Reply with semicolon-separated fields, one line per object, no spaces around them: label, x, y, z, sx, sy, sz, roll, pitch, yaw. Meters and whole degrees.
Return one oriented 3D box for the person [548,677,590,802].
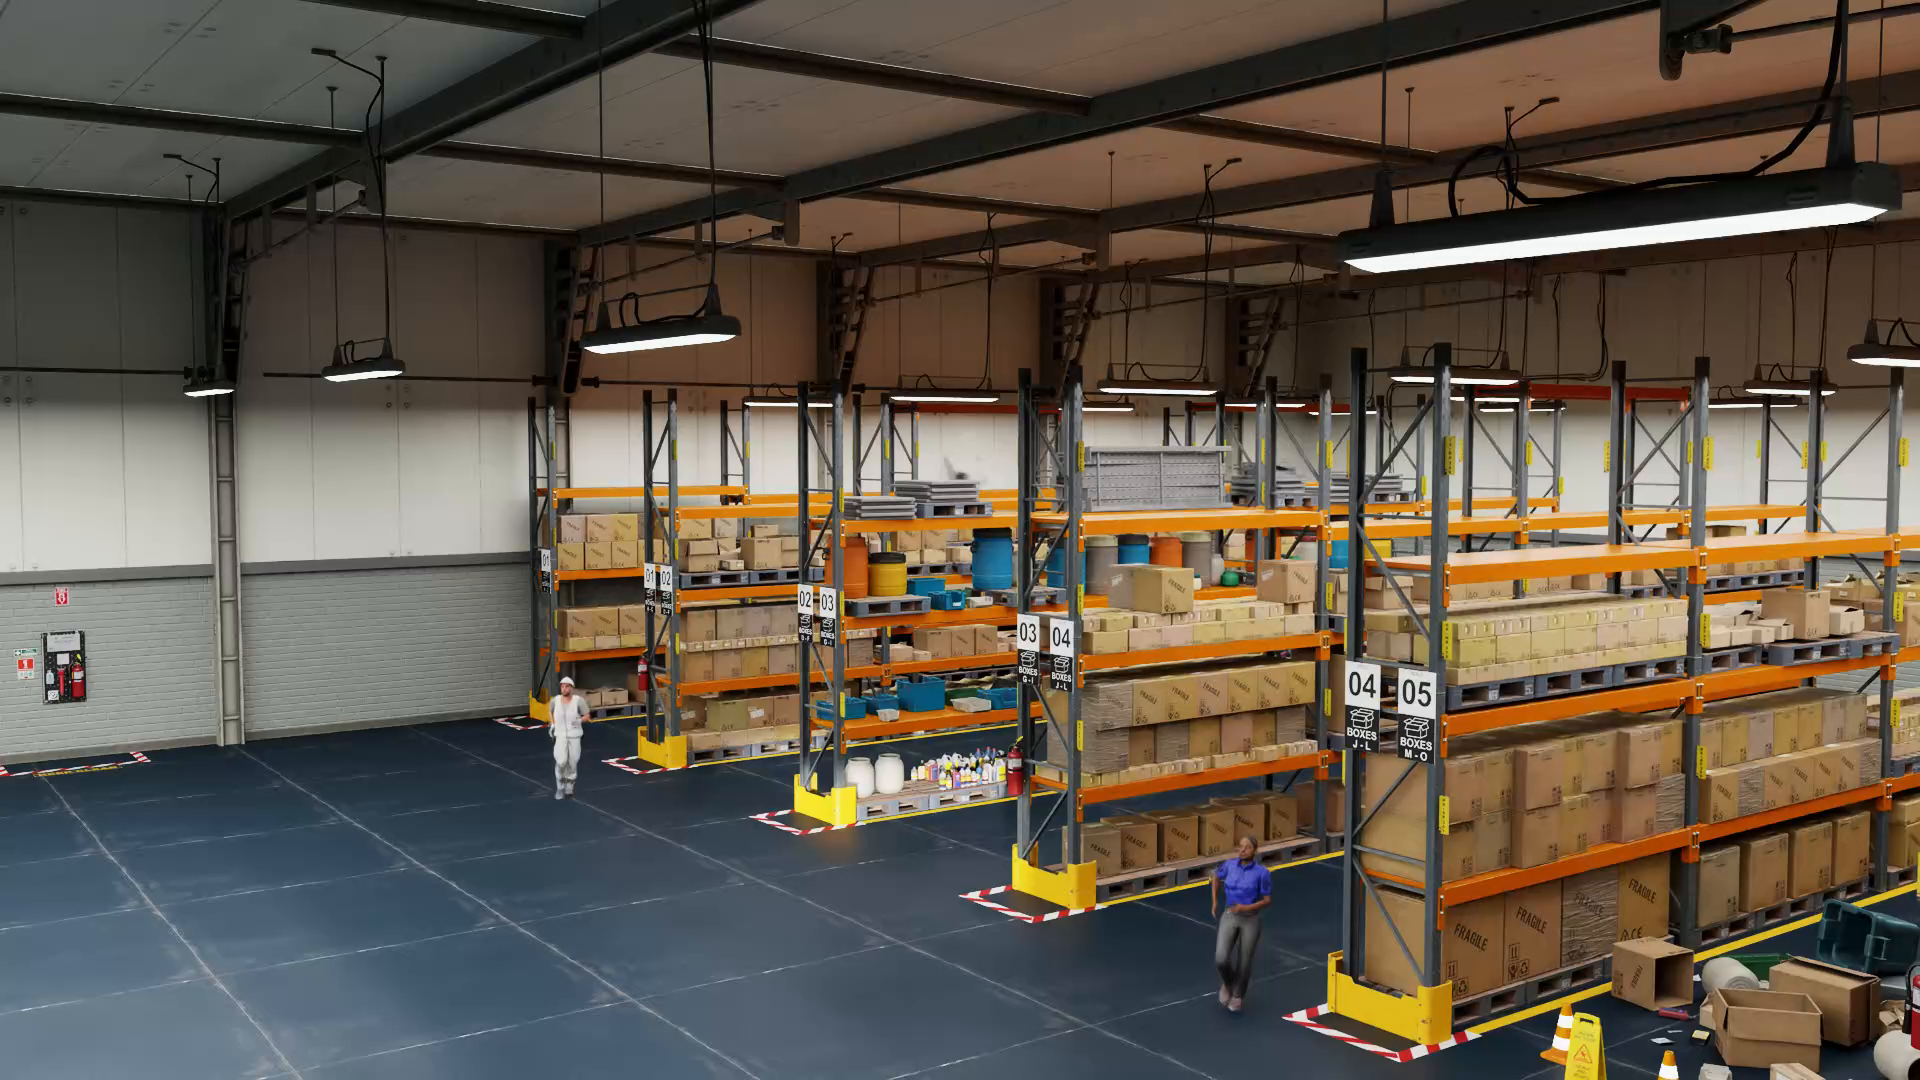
person;-5.637;2.871;23.942;0.620;1.806;0.709;0;3;-8

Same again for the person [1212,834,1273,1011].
person;2.525;3.470;15.035;0.576;1.610;0.555;1;4;19
